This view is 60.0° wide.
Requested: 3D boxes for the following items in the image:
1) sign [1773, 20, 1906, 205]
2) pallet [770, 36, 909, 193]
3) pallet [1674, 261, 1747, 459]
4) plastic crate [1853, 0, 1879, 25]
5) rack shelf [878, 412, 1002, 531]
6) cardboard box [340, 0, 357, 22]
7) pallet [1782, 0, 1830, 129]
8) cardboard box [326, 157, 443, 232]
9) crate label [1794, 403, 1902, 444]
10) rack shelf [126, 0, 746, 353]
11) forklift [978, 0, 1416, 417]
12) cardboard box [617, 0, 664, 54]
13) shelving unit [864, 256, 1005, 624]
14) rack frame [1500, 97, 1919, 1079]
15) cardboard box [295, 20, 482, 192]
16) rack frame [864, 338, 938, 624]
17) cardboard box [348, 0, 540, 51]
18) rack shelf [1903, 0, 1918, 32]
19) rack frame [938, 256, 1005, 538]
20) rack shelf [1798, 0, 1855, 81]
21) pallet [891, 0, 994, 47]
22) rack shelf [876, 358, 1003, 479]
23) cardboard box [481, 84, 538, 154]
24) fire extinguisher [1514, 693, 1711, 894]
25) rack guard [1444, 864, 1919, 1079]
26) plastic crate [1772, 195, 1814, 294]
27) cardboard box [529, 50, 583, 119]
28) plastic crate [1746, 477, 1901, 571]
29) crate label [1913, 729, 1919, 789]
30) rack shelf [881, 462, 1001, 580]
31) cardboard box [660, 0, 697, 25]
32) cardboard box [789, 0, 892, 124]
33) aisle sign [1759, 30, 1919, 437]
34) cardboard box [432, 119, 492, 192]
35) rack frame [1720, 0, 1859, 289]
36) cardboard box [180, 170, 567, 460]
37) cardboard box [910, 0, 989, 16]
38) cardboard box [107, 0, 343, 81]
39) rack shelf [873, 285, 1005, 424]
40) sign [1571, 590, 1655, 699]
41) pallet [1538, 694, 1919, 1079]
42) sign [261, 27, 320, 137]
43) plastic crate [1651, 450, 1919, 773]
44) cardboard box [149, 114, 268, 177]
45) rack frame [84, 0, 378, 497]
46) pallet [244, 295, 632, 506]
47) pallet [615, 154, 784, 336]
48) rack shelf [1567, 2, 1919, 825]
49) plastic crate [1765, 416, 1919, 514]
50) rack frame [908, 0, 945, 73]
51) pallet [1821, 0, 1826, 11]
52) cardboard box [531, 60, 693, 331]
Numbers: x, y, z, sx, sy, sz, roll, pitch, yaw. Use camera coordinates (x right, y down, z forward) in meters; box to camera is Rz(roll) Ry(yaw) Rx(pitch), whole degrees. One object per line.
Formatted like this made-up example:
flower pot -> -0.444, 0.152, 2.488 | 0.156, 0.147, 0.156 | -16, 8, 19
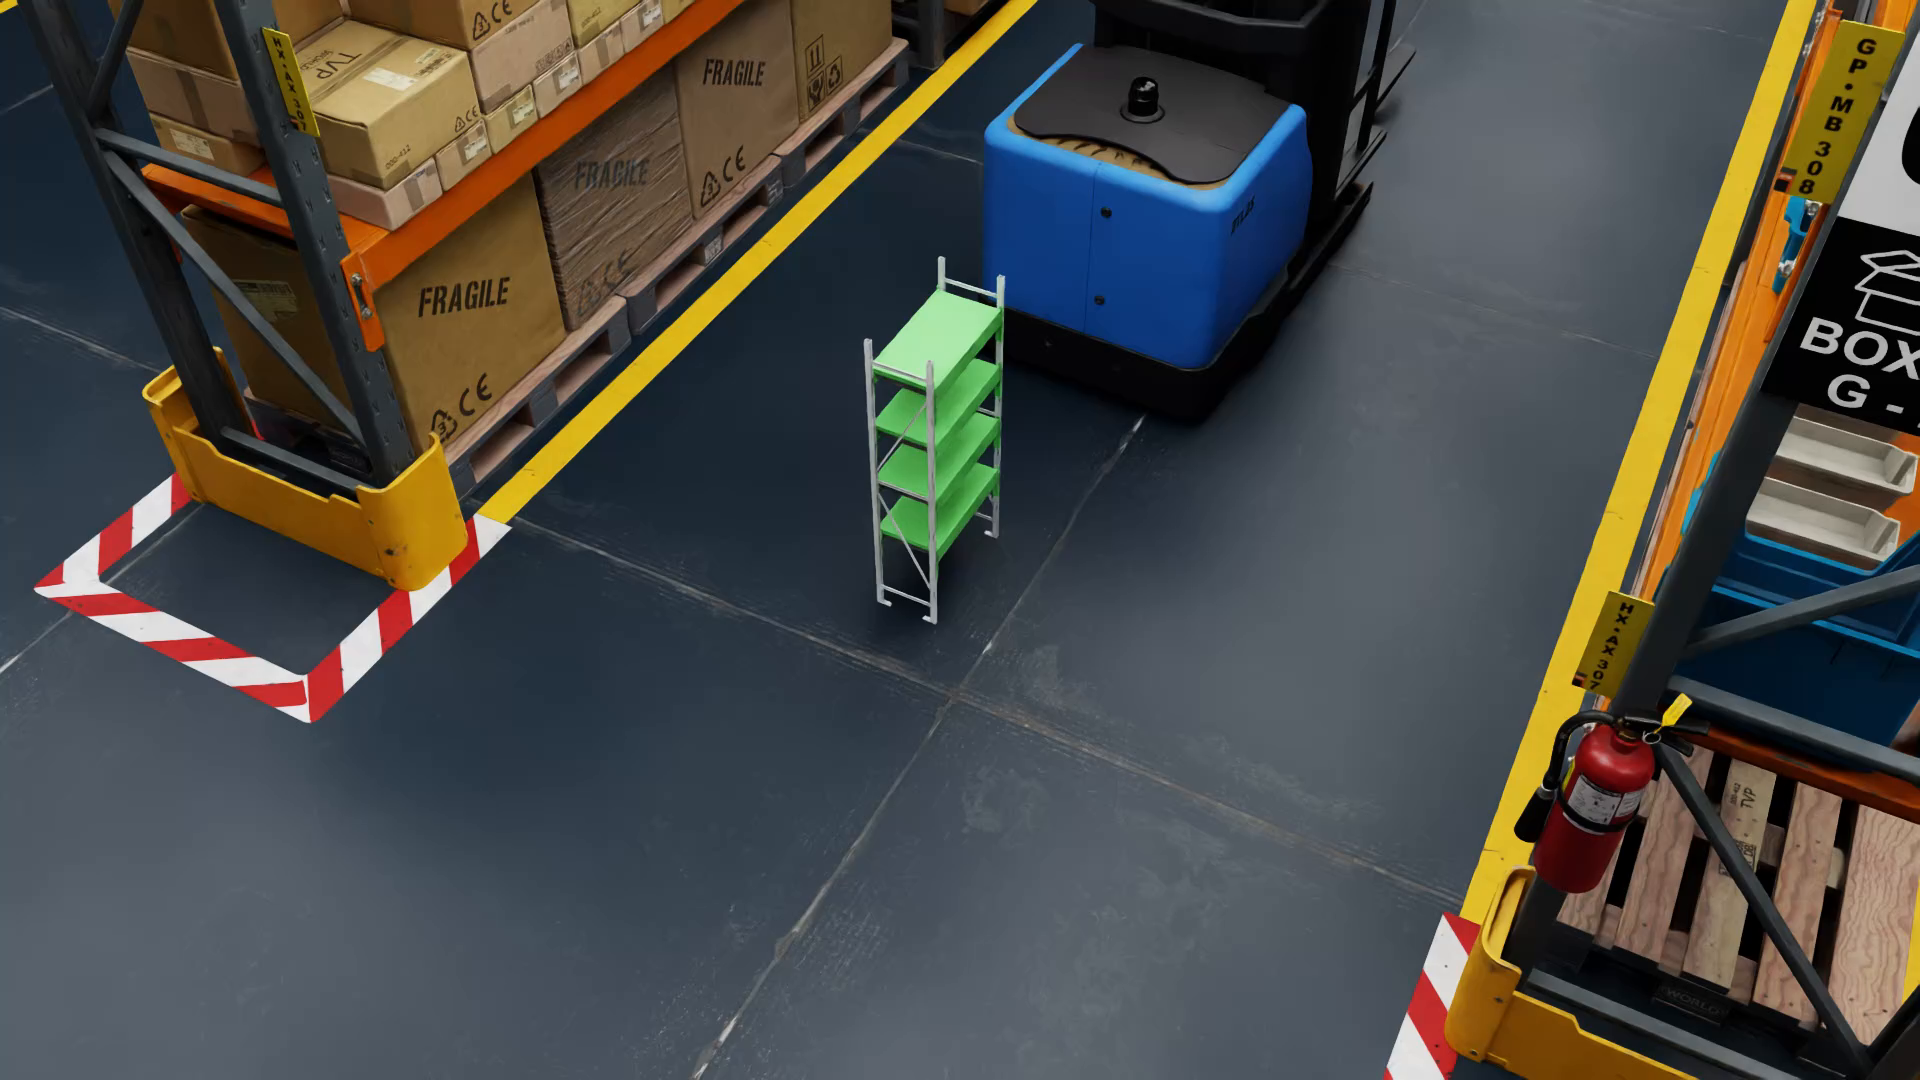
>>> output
sign -> 1.485, -0.719, 2.817 | 0.100, 0.325, 0.005 | 20, 49, 19
pallet -> -0.973, -2.252, 8.327 | 1.003, 0.211, 1.213 | 20, 49, 19
pallet -> 3.530, -0.594, 6.689 | 1.003, 0.211, 1.213 | 20, 49, 19
plastic crate -> 3.200, -1.614, 5.649 | 0.402, 0.464, 0.583 | 20, 49, 19
rack shelf -> -0.077, -0.273, 5.766 | 0.258, 0.148, 0.480 | 20, 49, 19
cardboard box -> -2.181, -1.930, 5.944 | 0.500, 0.250, 0.500 | 20, 49, 18
pallet -> 4.797, -2.314, 8.388 | 1.003, 0.211, 1.213 | 20, 49, 19
cardboard box -> -1.950, -1.192, 5.496 | 0.380, 0.149, 0.250 | 21, 49, 19
crate label -> 2.453, -0.394, 4.673 | 0.396, 0.136, 0.243 | 20, 49, 19
rack shelf -> -1.479, -2.173, 6.794 | 1.077, 0.370, 4.000 | 20, 49, 19
forklift -> 1.251, -2.559, 6.718 | 1.130, 2.935, 3.031 | 22, 49, 21
cardboard box -> -1.355, -2.003, 6.297 | 0.380, 0.149, 0.250 | 20, 49, 19
shelving unit -> -0.077, -0.317, 5.720 | 0.258, 1.200, 0.503 | 20, 49, 19
rack frame -> 1.980, 0.470, 3.677 | 1.000, 3.000, 0.127 | 20, 49, 19
cardboard box -> -1.945, -1.431, 5.451 | 0.500, 0.250, 0.500 | 19, 48, 18
rack frame -> -0.190, -0.164, 5.568 | 0.240, 1.200, 0.015 | 20, 49, 19
cardboard box -> -1.713, -2.009, 5.496 | 0.500, 0.500, 0.500 | 19, 48, 18
rack shelf -> 2.908, -1.660, 4.041 | 0.919, 0.124, 3.809 | 20, 49, 19
rack frame -> 0.036, -0.471, 5.872 | 0.240, 1.200, 0.015 | 20, 49, 19
rack shelf -> 4.765, -3.057, 7.668 | 1.077, 0.370, 4.000 | 20, 49, 19
pallet -> -0.259, -3.216, 9.280 | 1.003, 0.211, 1.213 | 20, 49, 19
rack shelf -> -0.077, -0.441, 5.595 | 0.258, 0.148, 0.480 | 20, 49, 19
cardboard box -> -1.714, -1.515, 5.815 | 0.380, 0.149, 0.250 | 19, 48, 18
fire extinguisher -> 1.507, 0.573, 3.891 | 0.296, 0.674, 0.183 | 20, 49, 19
rack guard -> 1.980, 1.368, 4.547 | 1.175, 0.500, 0.348 | 20, 49, 19
plastic crate -> 2.706, -0.871, 5.077 | 0.416, 0.233, 0.300 | 20, 49, 19
cardboard box -> -1.594, -1.680, 5.978 | 0.380, 0.149, 0.250 | 20, 49, 18
plastic crate -> 2.198, -0.032, 4.316 | 0.396, 0.136, 0.243 | 20, 49, 19
crate label -> 2.386, 0.461, 3.761 | 0.416, 0.233, 0.303 | 20, 49, 19
rack shelf -> -0.077, -0.104, 5.936 | 0.258, 0.148, 0.480 | 20, 49, 19
cardboard box -> -1.237, -2.161, 6.454 | 0.380, 0.149, 0.250 | 19, 48, 18
cardboard box -> -0.928, -2.697, 8.005 | 0.875, 0.875, 0.875 | 20, 49, 19
aisle sign -> 1.687, -0.495, 2.803 | 0.394, 0.787, 0.004 | 20, 49, 19
cardboard box -> -1.832, -1.354, 5.656 | 0.380, 0.149, 0.250 | 20, 49, 18
rack frame -> 3.836, -2.050, 6.167 | 1.000, 3.000, 0.127 | 20, 49, 19
cardboard box -> -2.181, -0.996, 6.324 | 0.875, 0.875, 0.875 | 20, 49, 19
cardboard box -> -0.271, -3.496, 8.795 | 1.225, 0.875, 0.875 | 21, 49, 19
cardboard box -> -2.414, -1.875, 5.363 | 0.500, 0.500, 0.500 | 21, 49, 20
rack shelf -> -0.077, -0.610, 5.424 | 0.258, 0.148, 0.480 | 20, 49, 19
sign -> 1.485, 0.241, 3.788 | 0.100, 0.325, 0.005 | 20, 49, 19
pallet -> 2.397, 0.943, 5.169 | 1.003, 0.211, 1.213 | 20, 49, 19
sign -> -1.919, -1.311, 4.772 | 0.100, 0.325, 0.005 | 20, 49, 19
plastic crate -> 1.970, 0.164, 3.912 | 0.616, 0.435, 0.499 | 20, 49, 19
cardboard box -> -2.534, -1.410, 5.712 | 0.380, 0.149, 0.250 | 21, 49, 20
rack frame -> -2.410, -1.167, 5.294 | 0.949, 2.616, 0.053 | 20, 49, 19
pallet -> -2.105, -0.715, 6.808 | 1.003, 0.211, 1.213 | 20, 49, 19
pallet -> -1.538, -1.481, 7.565 | 1.003, 0.211, 1.213 | 20, 49, 19
rack shelf -> 2.908, -0.537, 5.178 | 1.077, 0.370, 4.000 | 20, 49, 19
plastic crate -> 2.345, -0.210, 4.492 | 0.396, 0.136, 0.243 | 20, 49, 19
rack frame -> -0.550, -3.685, 7.783 | 1.000, 3.000, 0.127 | 20, 49, 19
pallet -> 5.364, -3.079, 9.145 | 1.003, 0.211, 1.213 | 20, 49, 19
cardboard box -> -1.759, -1.569, 6.891 | 0.875, 0.875, 0.875 | 20, 49, 19
